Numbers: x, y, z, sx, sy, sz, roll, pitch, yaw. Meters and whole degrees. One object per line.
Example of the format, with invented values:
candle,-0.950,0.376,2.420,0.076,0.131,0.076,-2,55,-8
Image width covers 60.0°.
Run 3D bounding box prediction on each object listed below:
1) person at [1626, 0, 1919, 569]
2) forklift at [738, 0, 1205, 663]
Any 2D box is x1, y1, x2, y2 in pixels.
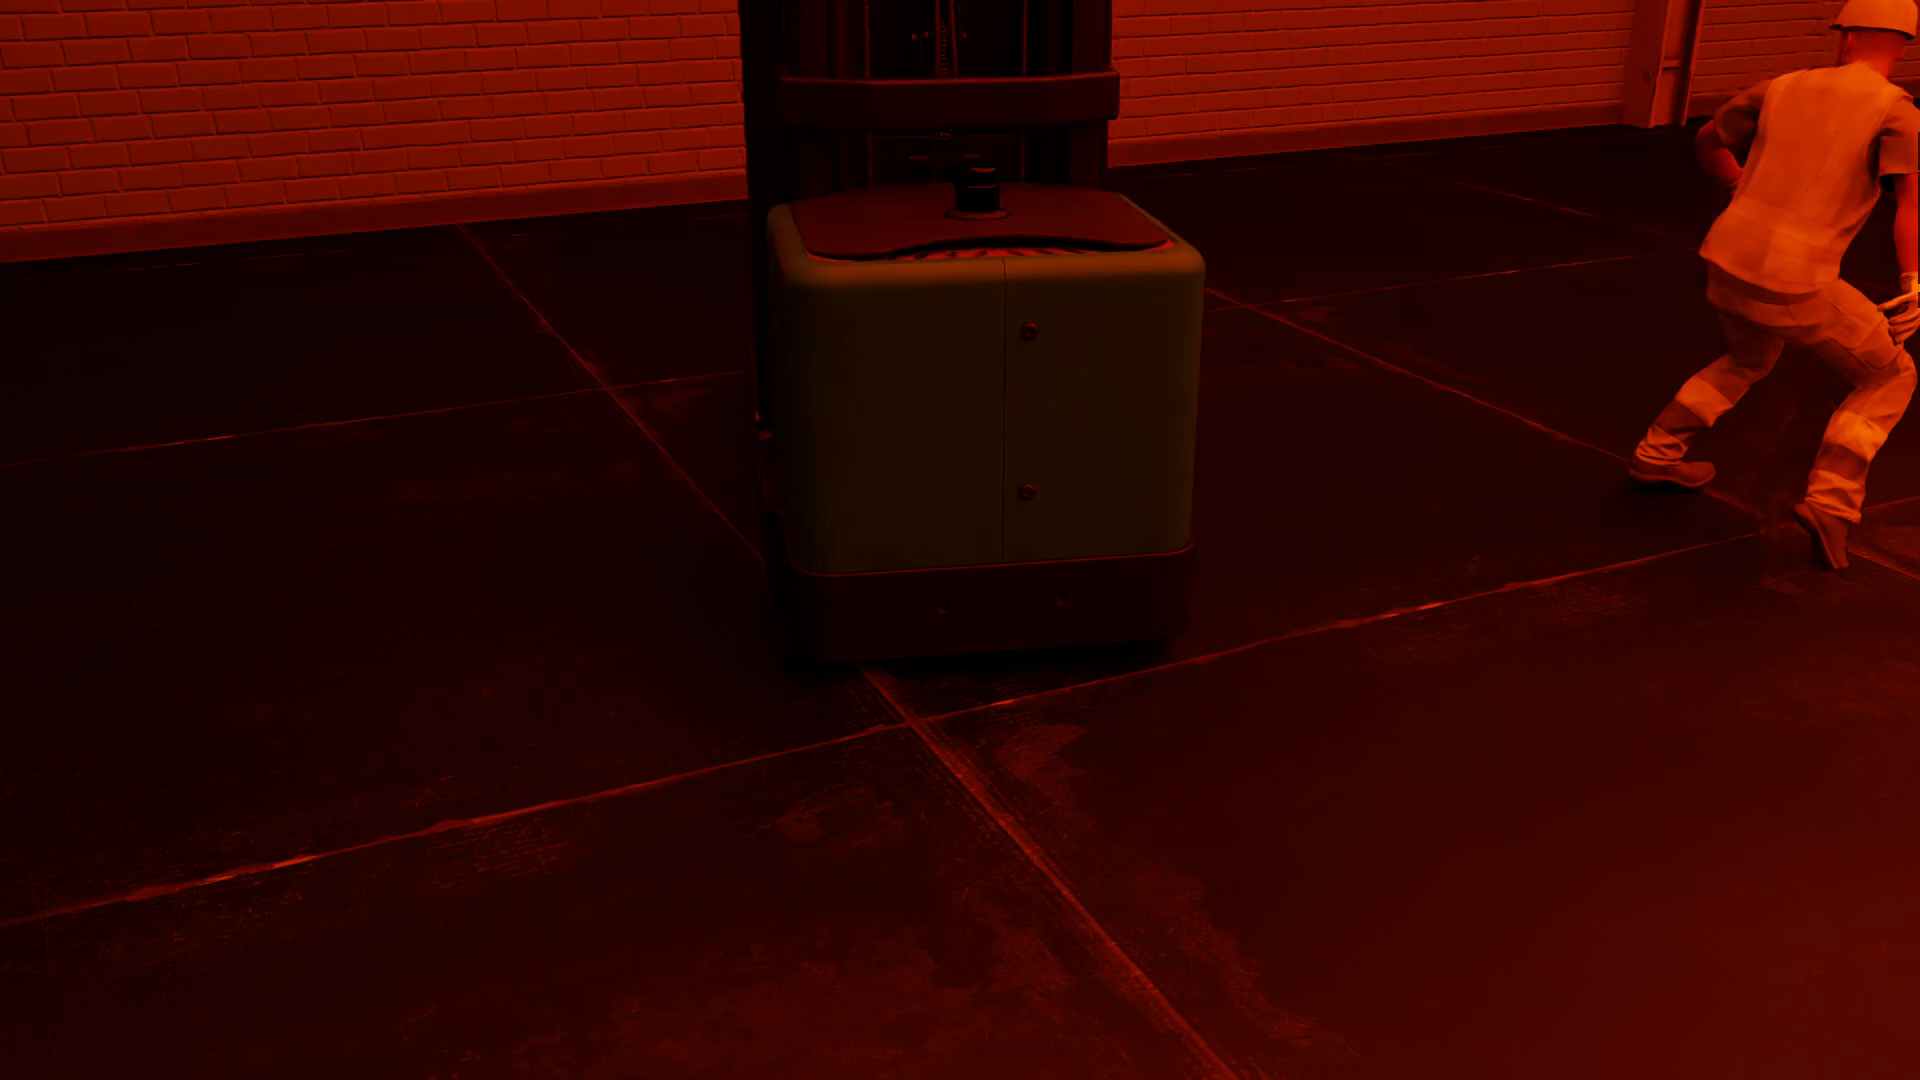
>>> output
person,2.532,-0.757,4.945,0.550,1.688,1.051,-8,24,-20
forklift,-0.139,-1.577,5.083,1.130,2.935,3.031,-4,23,-9
